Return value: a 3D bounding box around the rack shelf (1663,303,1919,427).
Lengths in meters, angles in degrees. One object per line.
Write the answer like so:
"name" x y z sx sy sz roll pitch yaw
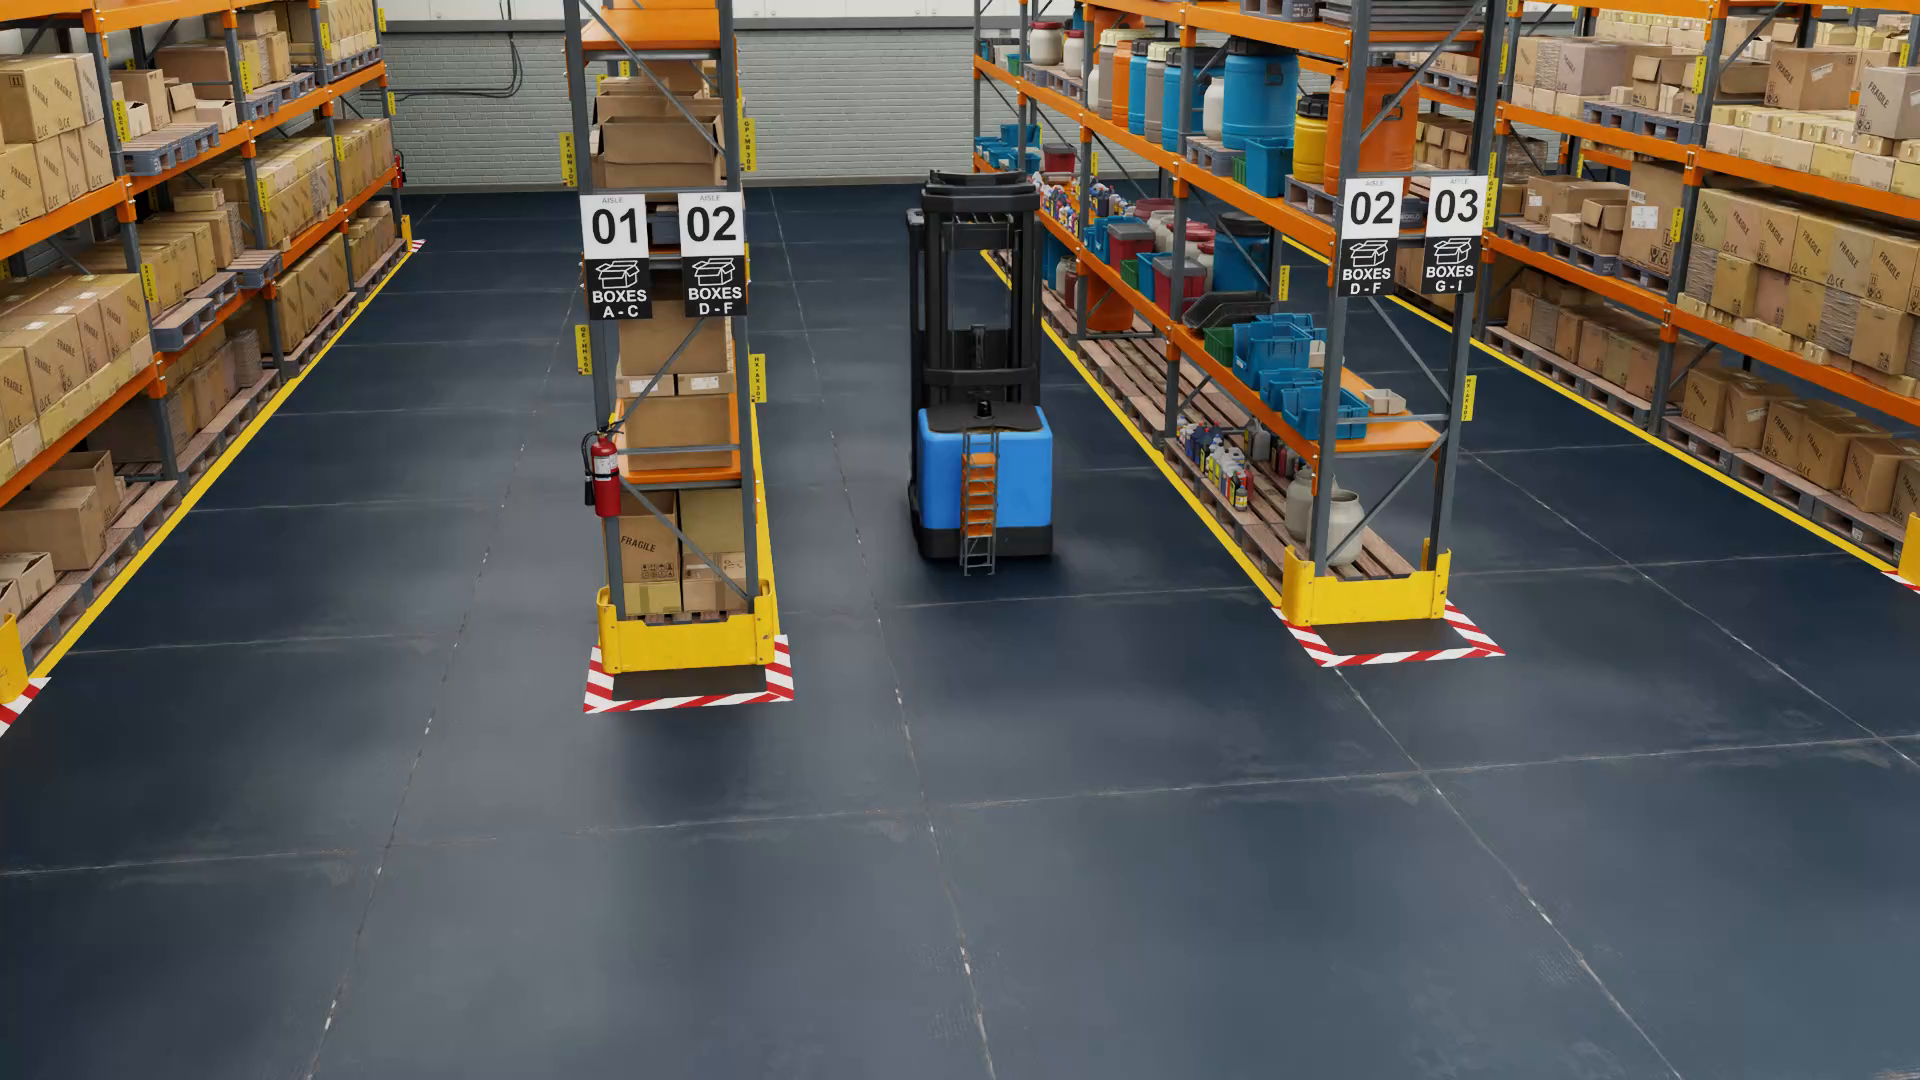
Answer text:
"rack shelf" 7.637 -1.447 14.330 1.077 0.370 4.000 -3 21 -8

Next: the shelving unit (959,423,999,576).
"shelving unit" 0.146 -0.303 12.791 0.258 1.200 0.189 -4 28 -10

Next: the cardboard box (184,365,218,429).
"cardboard box" -7.636 -1.371 16.043 0.700 0.500 0.500 -3 21 -7

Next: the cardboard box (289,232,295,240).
"cardboard box" -7.964 -3.573 19.326 0.380 0.149 0.250 -3 21 -7

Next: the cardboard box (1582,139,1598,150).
"cardboard box" 10.328 -6.418 26.971 0.380 0.149 0.250 -4 21 -9

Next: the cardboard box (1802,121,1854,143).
"cardboard box" 7.316 -3.420 13.944 0.380 0.149 0.250 -3 21 -9

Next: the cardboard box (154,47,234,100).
"cardboard box" -8.058 -4.932 17.574 0.700 0.500 0.500 -5 21 -12

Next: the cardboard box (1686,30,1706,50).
"cardboard box" 10.800 -7.177 23.858 0.500 0.250 0.500 -4 21 -10

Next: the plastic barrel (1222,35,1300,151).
"plastic barrel" 2.485 -3.713 13.767 0.600 0.901 0.708 -3 21 -8

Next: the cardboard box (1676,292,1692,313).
"cardboard box" 7.082 -2.269 15.863 0.380 0.149 0.250 -3 21 -8

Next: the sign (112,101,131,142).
"sign" -6.820 -3.404 13.517 0.100 0.325 0.005 -3 21 -8

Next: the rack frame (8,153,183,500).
"rack frame" -7.356 -1.727 14.052 1.000 3.000 0.127 -3 21 -8

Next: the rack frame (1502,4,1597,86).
"rack frame" 6.772 -6.671 18.717 1.000 3.000 0.127 -3 21 -8

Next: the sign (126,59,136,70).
"sign" -8.483 -4.771 17.063 0.100 0.325 0.005 -3 21 -8

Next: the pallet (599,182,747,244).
"pallet" -1.954 -2.203 11.166 1.003 0.211 1.213 -3 21 -8

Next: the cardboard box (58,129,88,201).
"cardboard box" -6.978 -2.850 12.601 0.500 0.500 0.500 -5 21 -12

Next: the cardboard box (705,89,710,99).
"cardboard box" -2.669 -4.174 15.933 0.500 0.250 0.500 -5 21 -12

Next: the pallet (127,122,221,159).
"pallet" -7.492 -3.622 15.108 1.213 0.211 1.003 -3 21 -8

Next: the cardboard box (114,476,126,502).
"cardboard box" -7.249 -0.422 13.979 0.380 0.166 0.250 -6 21 -15

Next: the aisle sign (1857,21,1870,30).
"aisle sign" 15.128 -8.359 28.094 0.394 0.787 0.004 -3 21 -8

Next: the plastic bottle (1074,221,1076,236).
"plastic bottle" 1.392 -3.678 19.559 0.097 0.201 0.097 0 20 0

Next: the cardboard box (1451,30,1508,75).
"cardboard box" 6.402 -6.012 20.495 0.500 0.500 0.500 -2 21 -5

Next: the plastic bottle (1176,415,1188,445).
"plastic bottle" 2.060 -1.022 15.436 0.097 0.271 0.097 0 20 0

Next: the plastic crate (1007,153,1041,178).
"plastic crate" 0.890 -5.161 23.185 0.392 0.384 0.575 -3 21 -8

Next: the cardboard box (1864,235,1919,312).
"cardboard box" 7.524 -2.097 13.045 0.500 0.500 0.500 -3 21 -8

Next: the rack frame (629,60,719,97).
"rack frame" -3.031 -6.173 17.383 1.000 3.000 0.127 -3 21 -8

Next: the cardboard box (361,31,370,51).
"cardboard box" -8.641 -7.040 23.461 0.500 0.250 0.500 -4 21 -10

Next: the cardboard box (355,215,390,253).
"cardboard box" -8.814 -4.497 24.441 0.700 0.500 0.500 -3 21 -8

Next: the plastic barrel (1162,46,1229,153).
"plastic barrel" 2.160 -4.031 15.219 0.600 0.901 0.708 -3 21 -8

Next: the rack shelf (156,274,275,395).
"rack shelf" -7.644 -2.082 16.032 1.077 0.370 4.000 -3 21 -8

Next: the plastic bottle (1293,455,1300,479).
"plastic bottle" 2.964 -0.639 14.510 0.097 0.201 0.097 0 20 0

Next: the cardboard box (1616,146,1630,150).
"cardboard box" 10.573 -6.332 25.816 0.500 0.500 0.500 -3 21 -9

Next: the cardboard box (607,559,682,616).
"cardboard box" -2.247 0.328 11.881 0.500 0.250 0.500 -3 21 -8

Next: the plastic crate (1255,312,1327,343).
"plastic crate" 2.876 -1.787 14.427 0.499 0.251 0.616 -3 21 -8

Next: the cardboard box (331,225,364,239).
"cardboard box" -8.384 -4.218 22.768 0.380 0.149 0.250 -2 21 -6

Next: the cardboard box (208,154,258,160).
"cardboard box" -8.470 -4.336 19.370 0.500 0.250 0.500 -3 21 -9

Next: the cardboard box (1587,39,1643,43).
"cardboard box" 7.173 -5.218 18.255 0.500 0.500 0.500 -3 21 -8

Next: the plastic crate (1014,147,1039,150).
"plastic crate" 1.015 -6.012 25.818 0.396 0.136 0.243 -3 21 -8

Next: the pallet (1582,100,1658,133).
"pallet" 7.213 -4.371 17.114 1.213 0.211 1.003 -3 21 -8

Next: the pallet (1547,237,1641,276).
"pallet" 7.098 -3.088 17.971 1.003 0.211 1.213 -3 21 -8

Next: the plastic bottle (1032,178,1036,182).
"plastic bottle" 0.993 -4.668 22.112 0.097 0.271 0.097 0 20 0

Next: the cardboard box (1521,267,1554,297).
"cardboard box" 6.899 -3.017 19.379 0.500 0.250 0.500 -2 21 -6

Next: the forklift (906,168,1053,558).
"forklift" 0.115 -1.703 14.088 1.130 2.935 3.031 -1 21 -4

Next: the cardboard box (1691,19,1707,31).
"cardboard box" 10.755 -7.403 23.892 0.380 0.149 0.250 -2 21 -6

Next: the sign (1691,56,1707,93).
"sign" 6.800 -4.279 15.296 0.100 0.325 0.005 -3 21 -8

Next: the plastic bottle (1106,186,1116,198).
"plastic bottle" 1.910 -4.290 20.985 0.144 0.351 0.185 -3 21 -8

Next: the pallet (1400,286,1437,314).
"pallet" 6.561 -3.253 22.124 1.003 0.211 1.213 -3 21 -8

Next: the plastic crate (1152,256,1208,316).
"plastic crate" 2.075 -2.408 15.786 0.402 0.464 0.583 -3 21 -8

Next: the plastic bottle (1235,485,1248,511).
"plastic bottle" 2.326 -0.350 13.738 0.097 0.201 0.097 0 20 0

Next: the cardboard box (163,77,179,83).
"cardboard box" -8.056 -4.312 16.516 0.500 0.500 0.500 -3 21 -8

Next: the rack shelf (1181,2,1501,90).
"rack shelf" 2.736 -3.820 12.682 1.077 0.370 4.000 -3 21 -8

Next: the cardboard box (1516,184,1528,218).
"cardboard box" 6.972 -4.090 20.236 0.500 0.500 0.500 -2 21 -6

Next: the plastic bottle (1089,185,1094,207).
"plastic bottle" 1.695 -4.455 21.542 0.097 0.271 0.097 0 20 0

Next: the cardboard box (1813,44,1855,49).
"cardboard box" 11.208 -6.059 21.221 0.500 0.500 0.500 -3 21 -8

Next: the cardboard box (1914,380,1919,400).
"cardboard box" 7.645 -1.148 12.863 0.380 0.149 0.250 -3 21 -8

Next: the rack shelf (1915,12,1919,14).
"rack shelf" 11.983 -5.670 17.635 1.077 0.370 4.000 -3 21 -8

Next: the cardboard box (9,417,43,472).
"cardboard box" -6.624 -0.645 11.341 0.500 0.250 0.500 -4 21 -9
